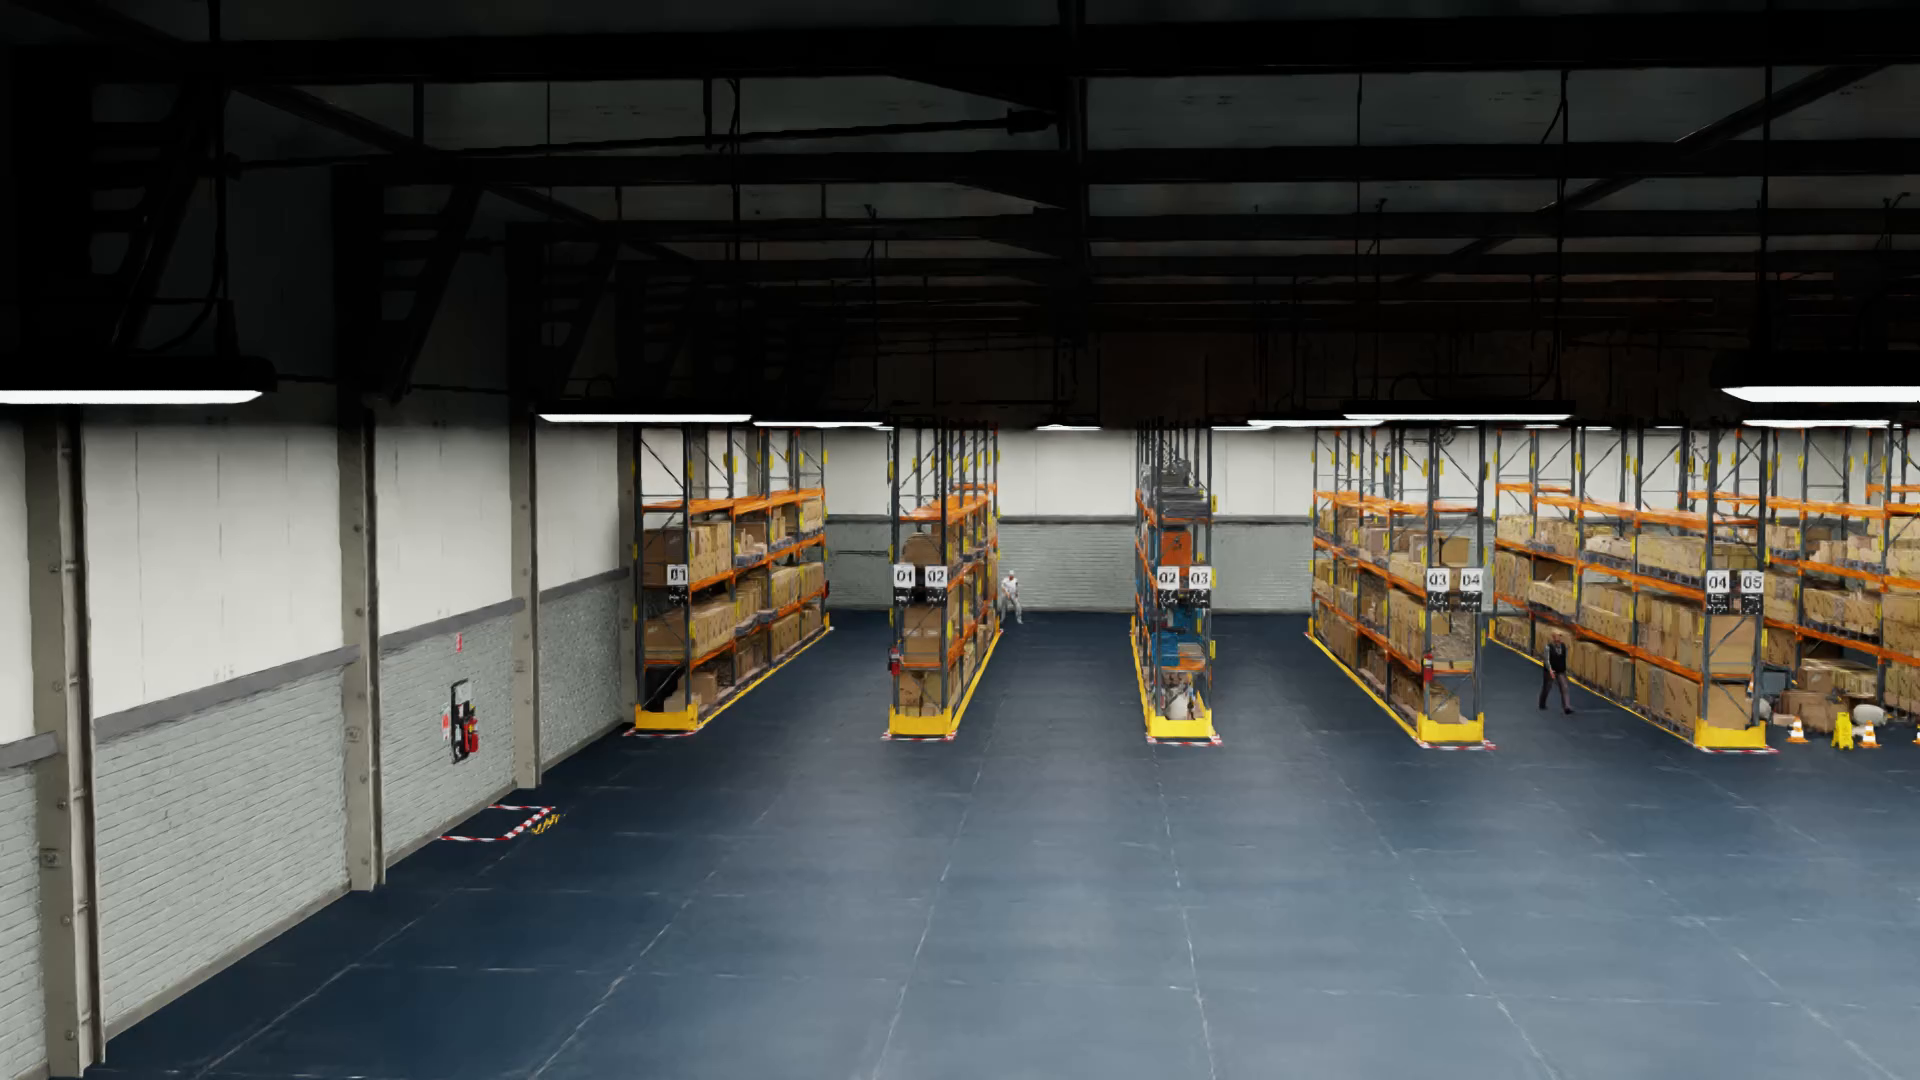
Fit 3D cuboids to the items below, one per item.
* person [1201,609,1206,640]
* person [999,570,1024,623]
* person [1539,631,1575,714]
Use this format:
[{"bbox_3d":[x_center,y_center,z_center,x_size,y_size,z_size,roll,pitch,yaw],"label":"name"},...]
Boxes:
[{"bbox_3d":[6.577,1.907,45.369,0.364,1.684,0.605,0,4,5],"label":"person"},{"bbox_3d":[1.513,1.681,49.625,0.661,1.599,0.805,-1,4,-13],"label":"person"},{"bbox_3d":[12.107,2.674,33.828,0.538,1.664,1.029,0,4,-4],"label":"person"}]
